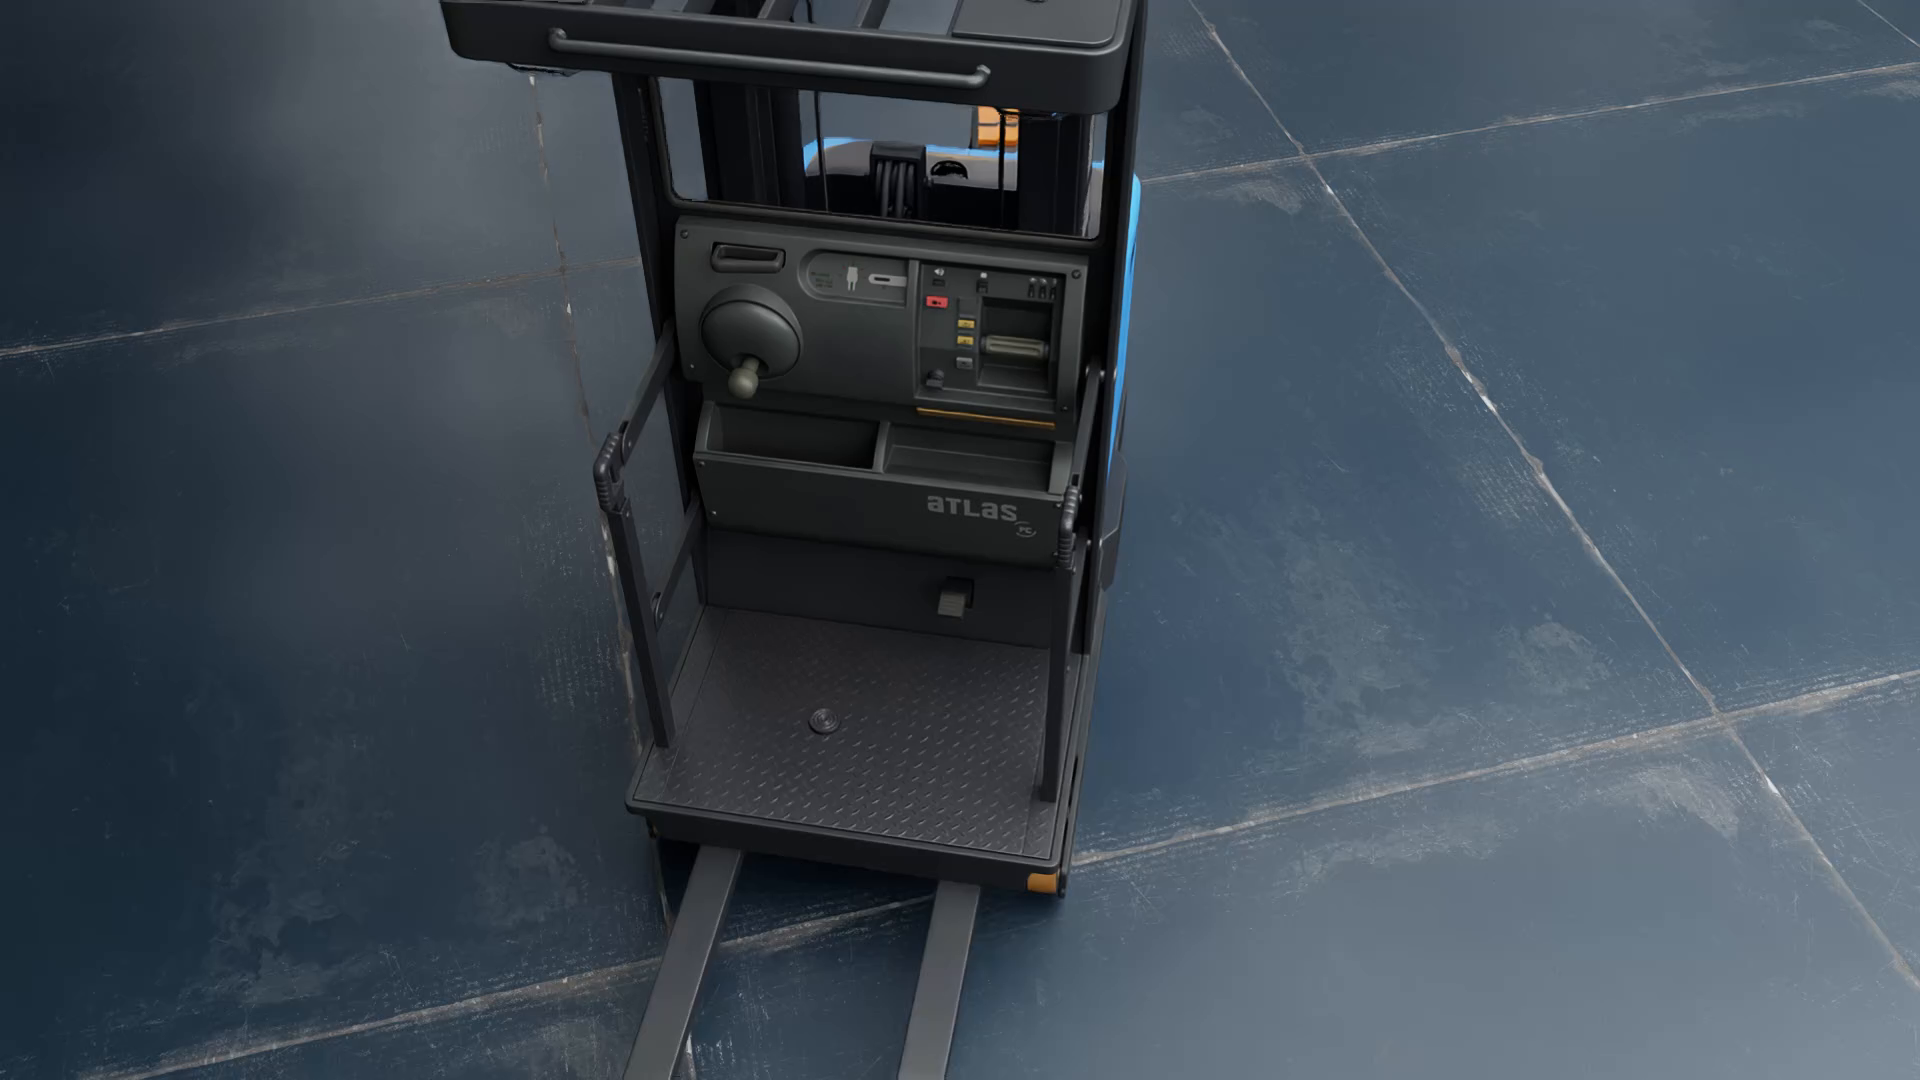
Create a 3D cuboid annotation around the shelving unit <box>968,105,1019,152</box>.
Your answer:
[{"bbox_3d":[0.163,-1.033,5.423,0.258,1.200,0.503,2,46,2],"label":"shelving unit"}]

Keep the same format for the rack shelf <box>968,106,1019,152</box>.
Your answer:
[{"bbox_3d":[0.163,-1.309,5.142,0.258,0.148,0.480,2,46,2],"label":"rack shelf"}]

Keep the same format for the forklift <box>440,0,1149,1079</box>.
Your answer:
[{"bbox_3d":[-0.220,-0.391,3.581,1.130,2.935,3.031,7,46,7],"label":"forklift"}]

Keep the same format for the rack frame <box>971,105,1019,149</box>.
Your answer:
[{"bbox_3d":[0.154,-0.859,5.252,0.240,1.200,0.015,2,46,2],"label":"rack frame"}]
